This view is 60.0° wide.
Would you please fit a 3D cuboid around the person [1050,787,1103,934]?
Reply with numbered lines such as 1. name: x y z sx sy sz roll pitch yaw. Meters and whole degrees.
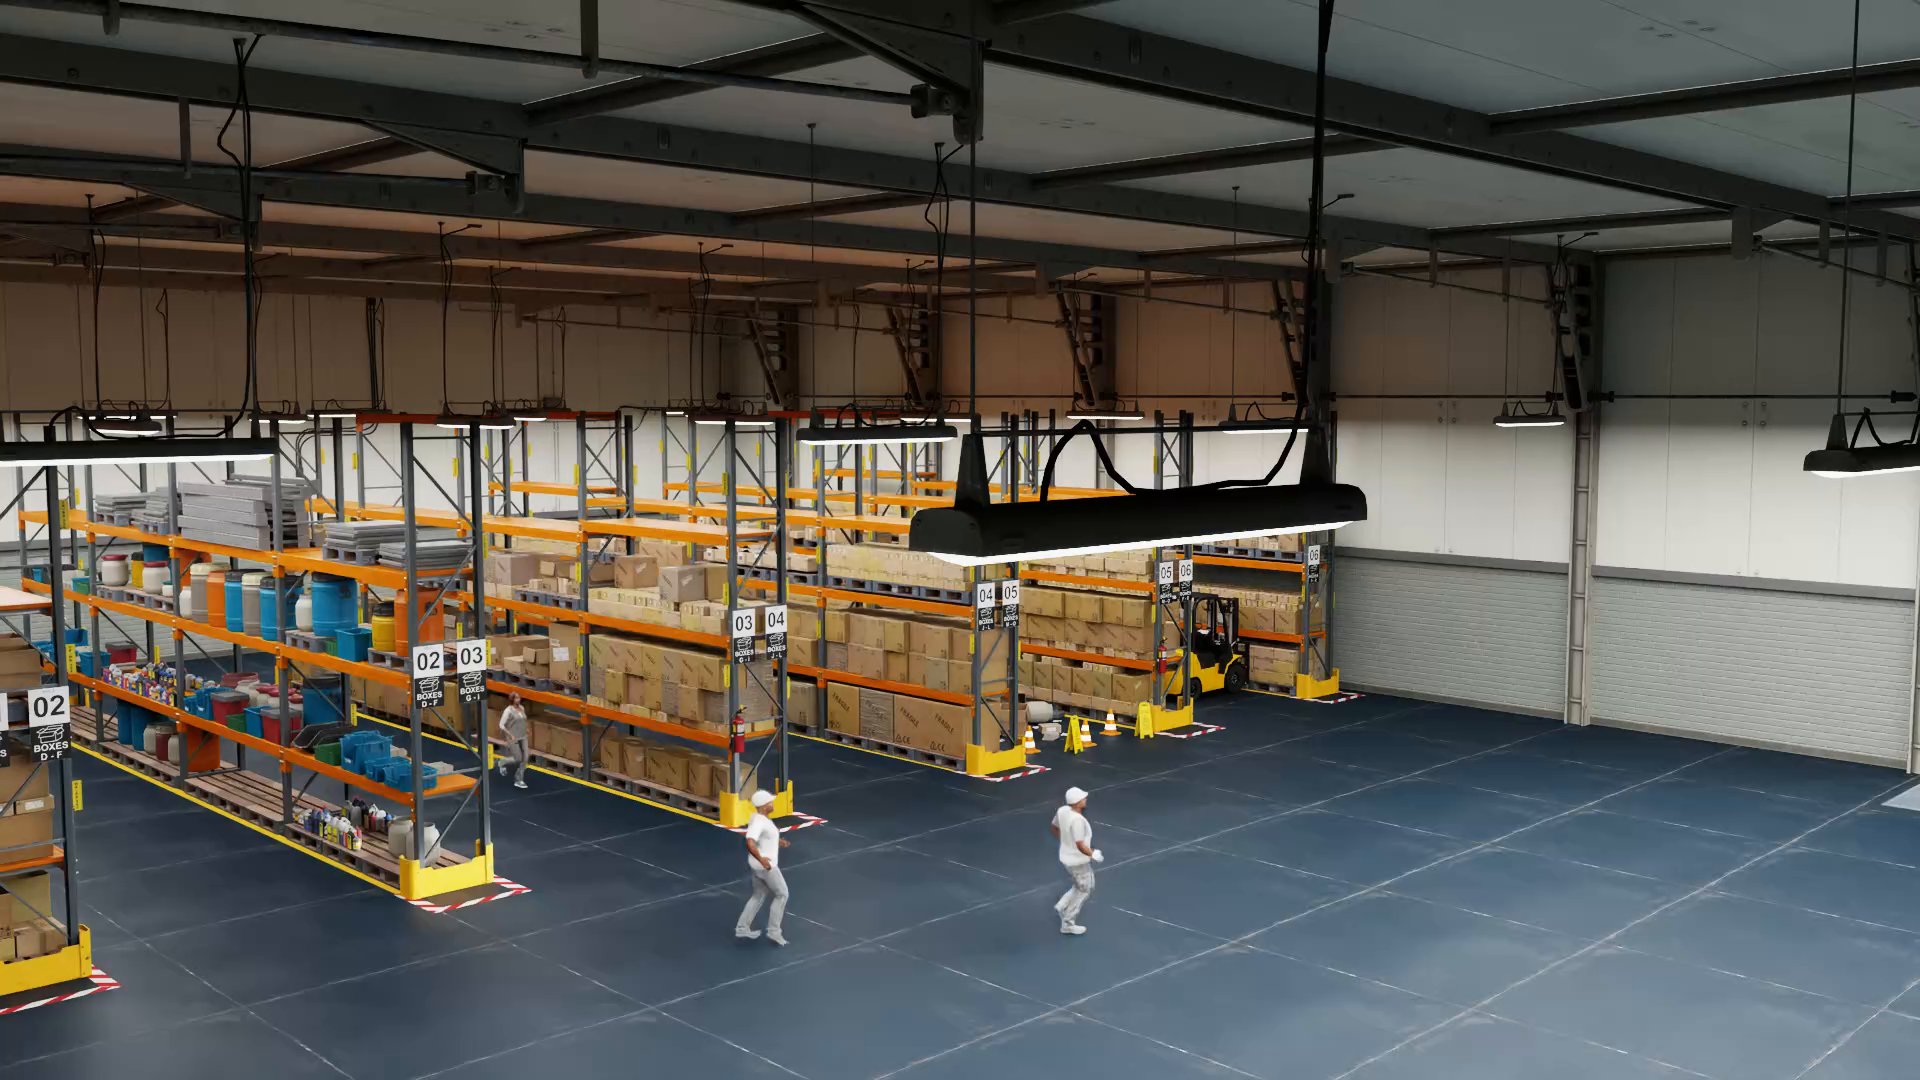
1. person: 1.385 3.762 19.604 0.530 1.739 0.689 -2 5 -18

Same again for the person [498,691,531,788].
1. person: -7.226 3.223 26.964 0.589 1.561 0.537 3 6 35

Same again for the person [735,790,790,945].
1. person: -2.274 3.799 19.206 0.670 1.837 0.695 -2 5 -19

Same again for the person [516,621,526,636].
1. person: -10.844 1.907 41.039 0.575 1.714 0.716 1 5 10
